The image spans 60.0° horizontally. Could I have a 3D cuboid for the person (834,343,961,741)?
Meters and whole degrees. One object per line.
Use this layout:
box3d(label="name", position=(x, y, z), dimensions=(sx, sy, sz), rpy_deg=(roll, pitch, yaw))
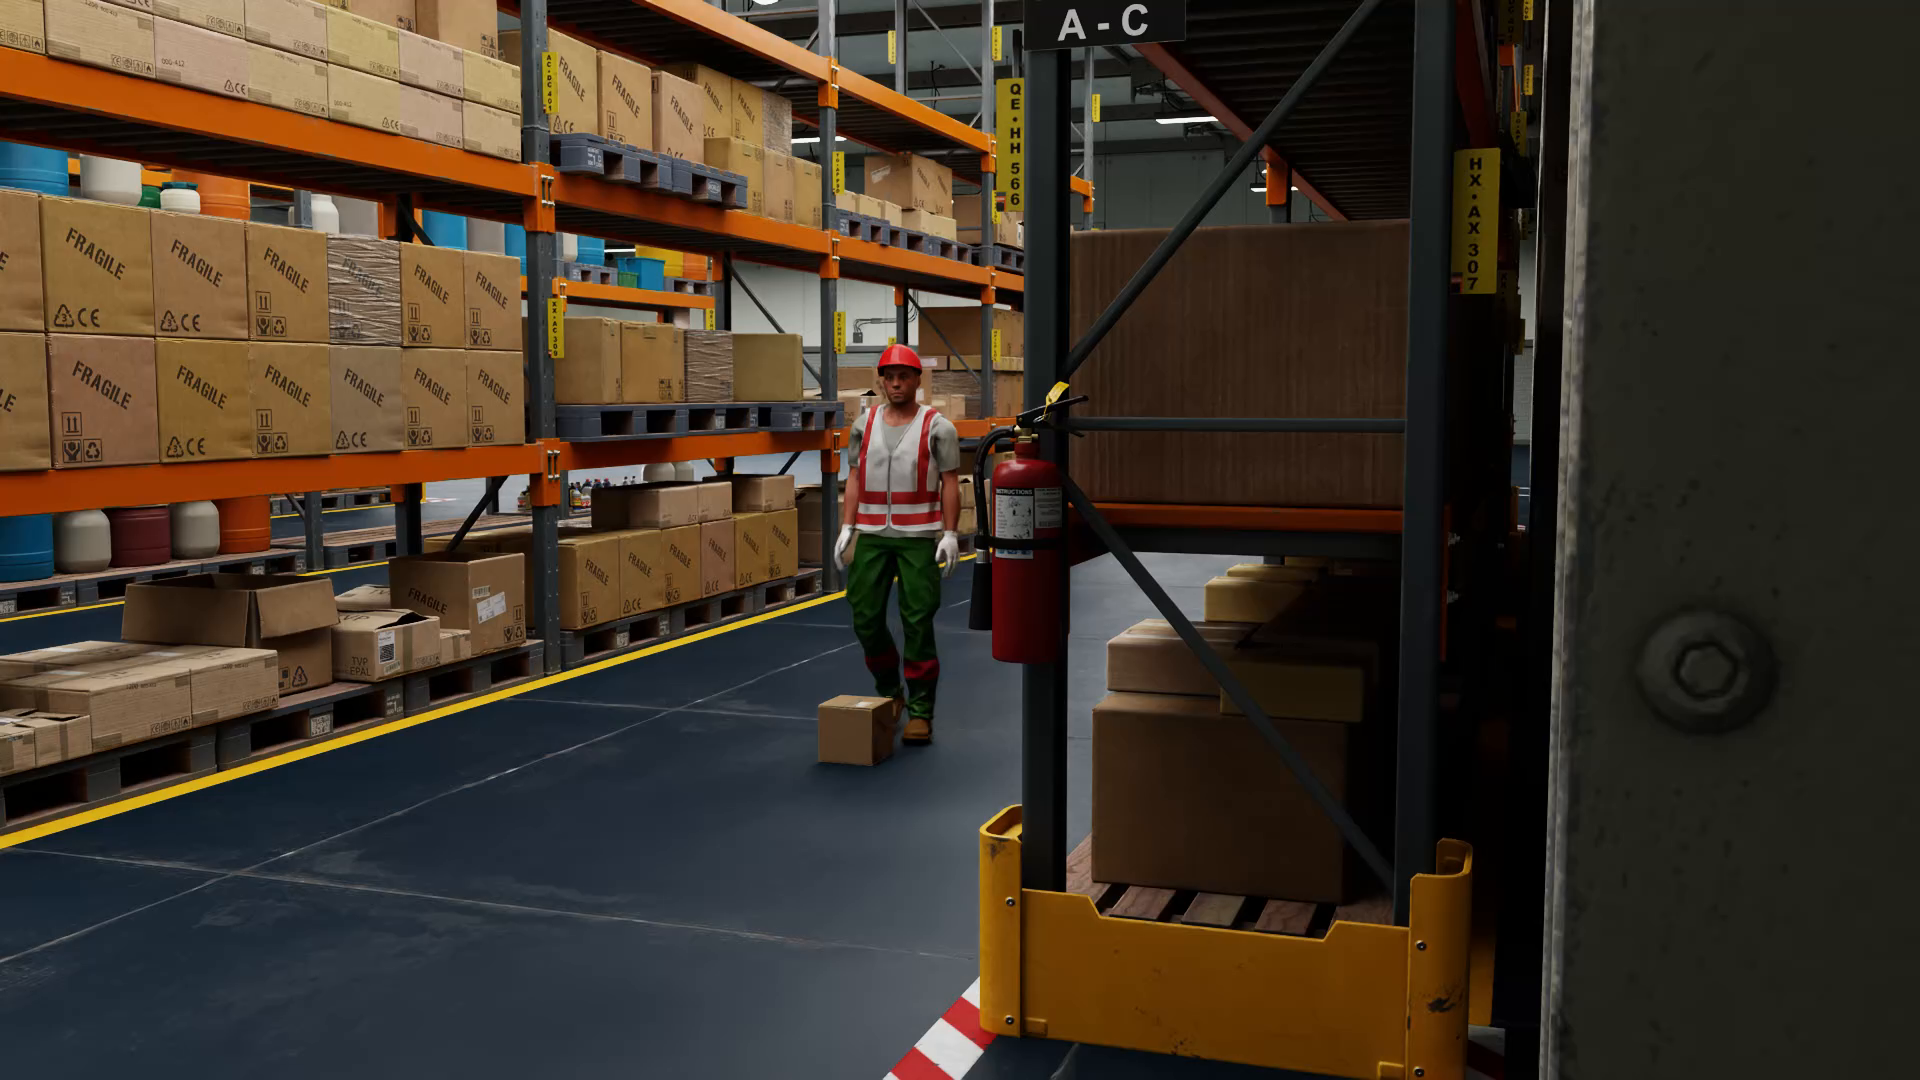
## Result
box3d(label="person", position=(-0.286, 0.000, 7.618), dimensions=(0.579, 1.791, 0.468), rpy_deg=(1, 5, 14))
